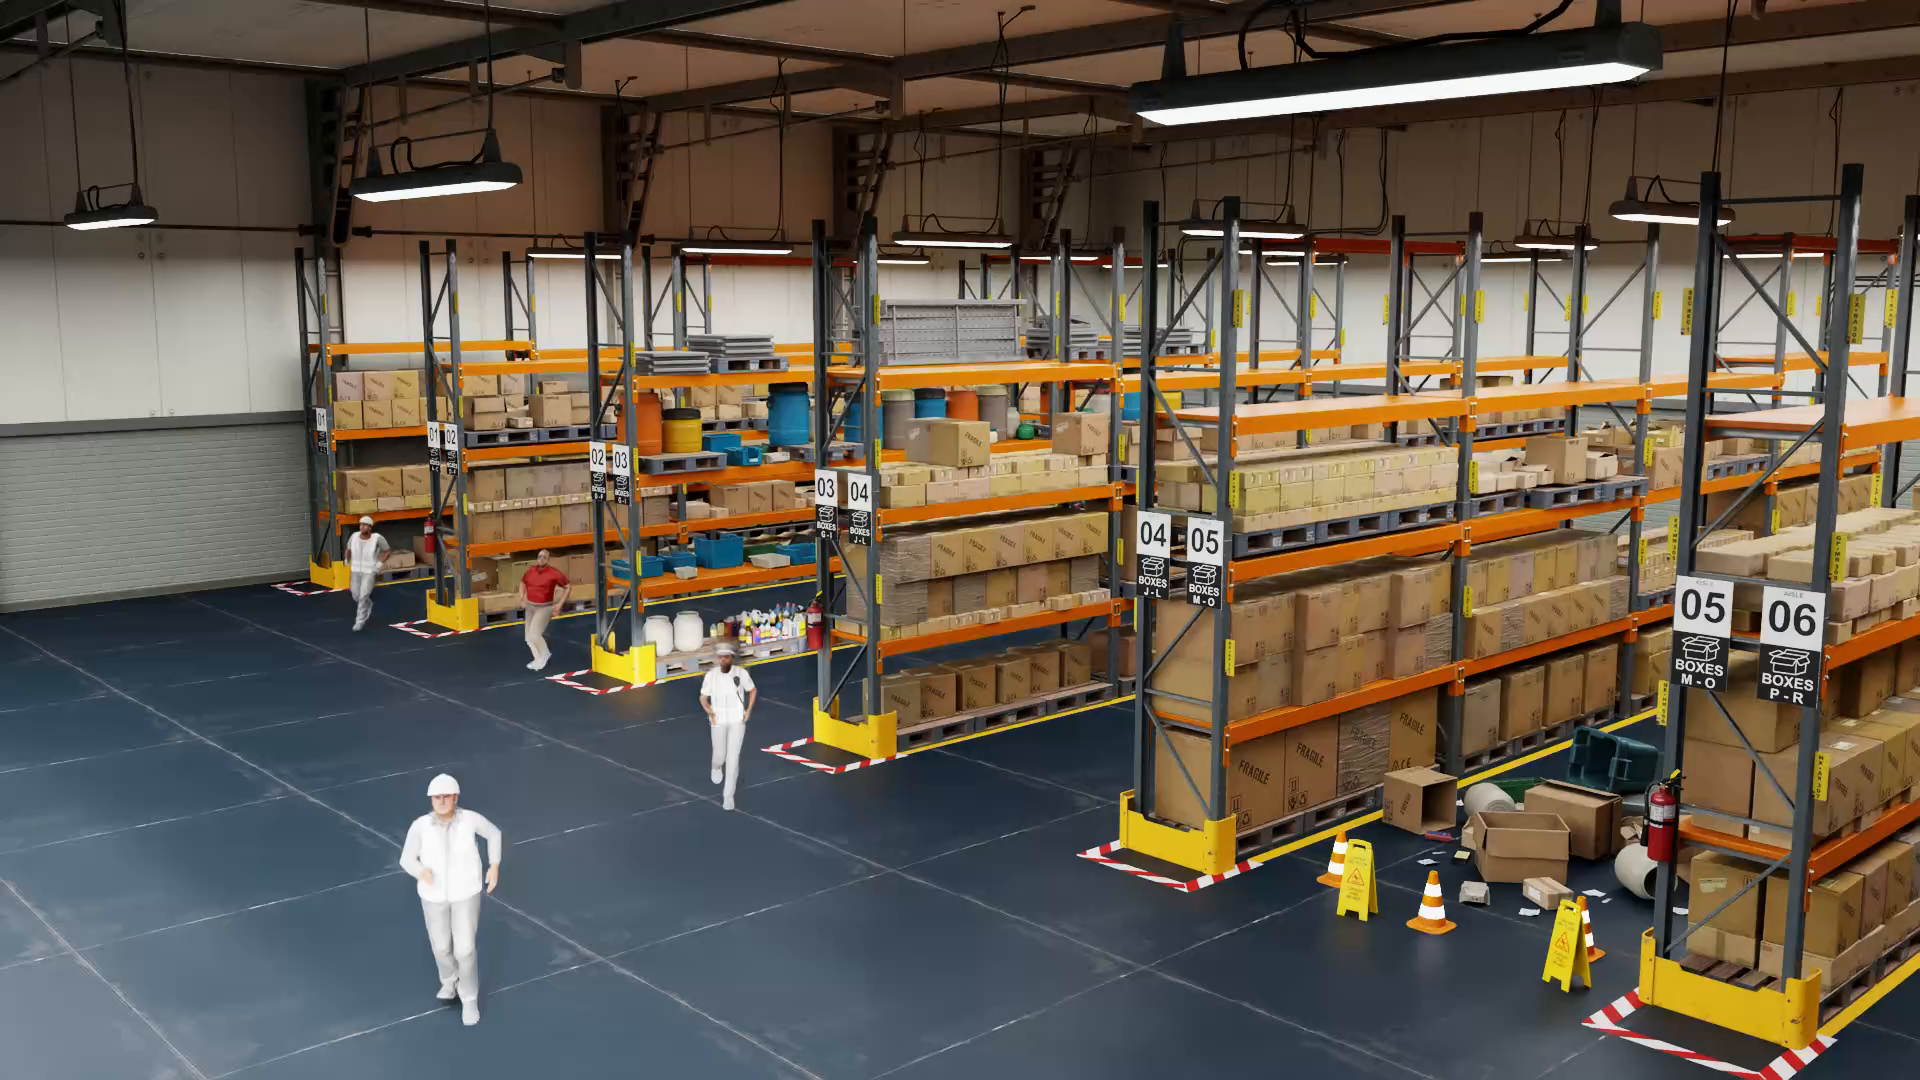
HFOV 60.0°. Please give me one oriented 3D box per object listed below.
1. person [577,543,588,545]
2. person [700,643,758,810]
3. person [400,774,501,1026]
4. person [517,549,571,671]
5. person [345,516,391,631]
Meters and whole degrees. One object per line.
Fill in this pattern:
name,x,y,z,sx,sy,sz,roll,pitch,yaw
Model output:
person,-6.723,0.003,29.807,0.565,1.676,0.661,6,11,37
person,-2.373,1.860,17.100,0.586,1.696,0.756,-1,8,-5
person,-3.645,2.578,11.929,0.675,1.850,0.748,-1,8,-10
person,-5.795,0.979,22.980,0.736,1.700,0.571,3,9,22
person,-9.265,0.496,26.054,0.663,1.767,0.809,1,8,5
